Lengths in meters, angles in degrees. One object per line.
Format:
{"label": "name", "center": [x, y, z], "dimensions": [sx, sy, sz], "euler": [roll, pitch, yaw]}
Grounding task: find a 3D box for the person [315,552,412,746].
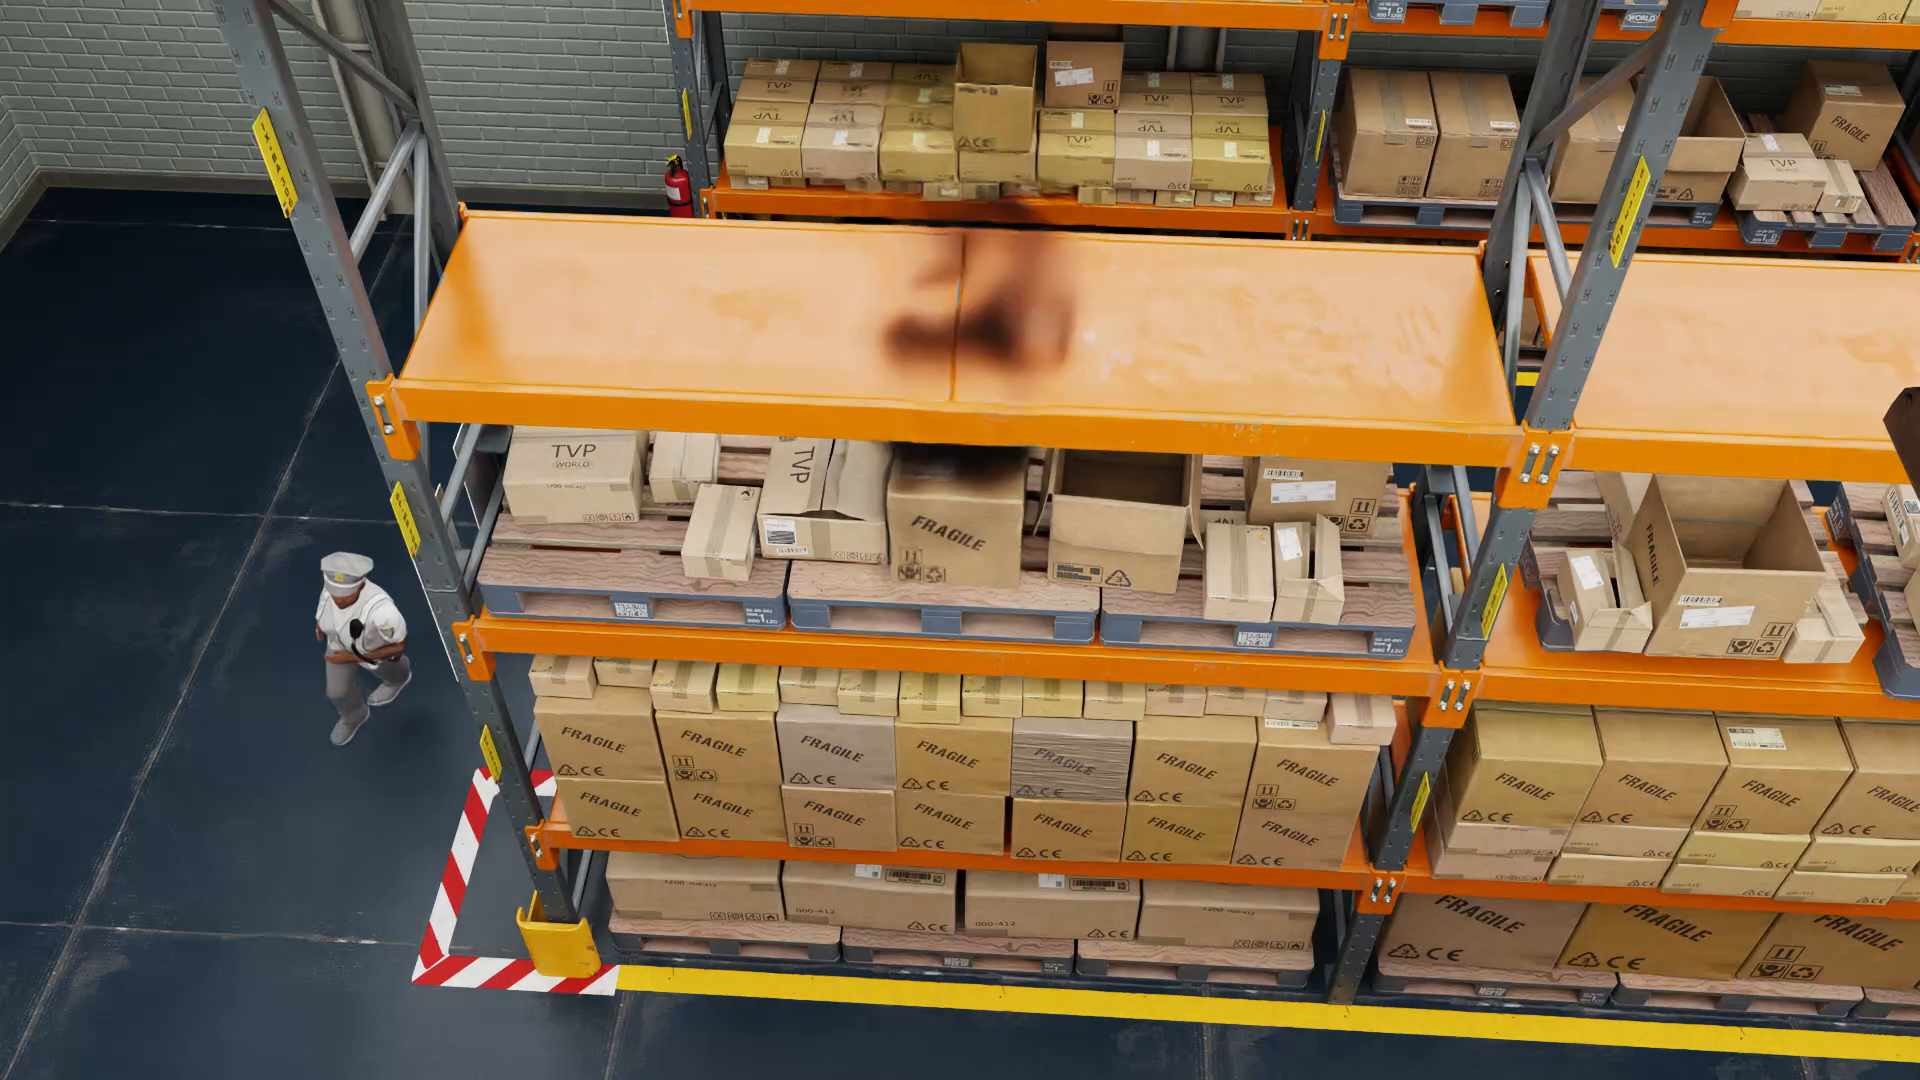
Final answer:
{"label": "person", "center": [-3.134, 0.534, 8.830], "dimensions": [0.742, 1.706, 0.590], "euler": [19, 51, 17]}
